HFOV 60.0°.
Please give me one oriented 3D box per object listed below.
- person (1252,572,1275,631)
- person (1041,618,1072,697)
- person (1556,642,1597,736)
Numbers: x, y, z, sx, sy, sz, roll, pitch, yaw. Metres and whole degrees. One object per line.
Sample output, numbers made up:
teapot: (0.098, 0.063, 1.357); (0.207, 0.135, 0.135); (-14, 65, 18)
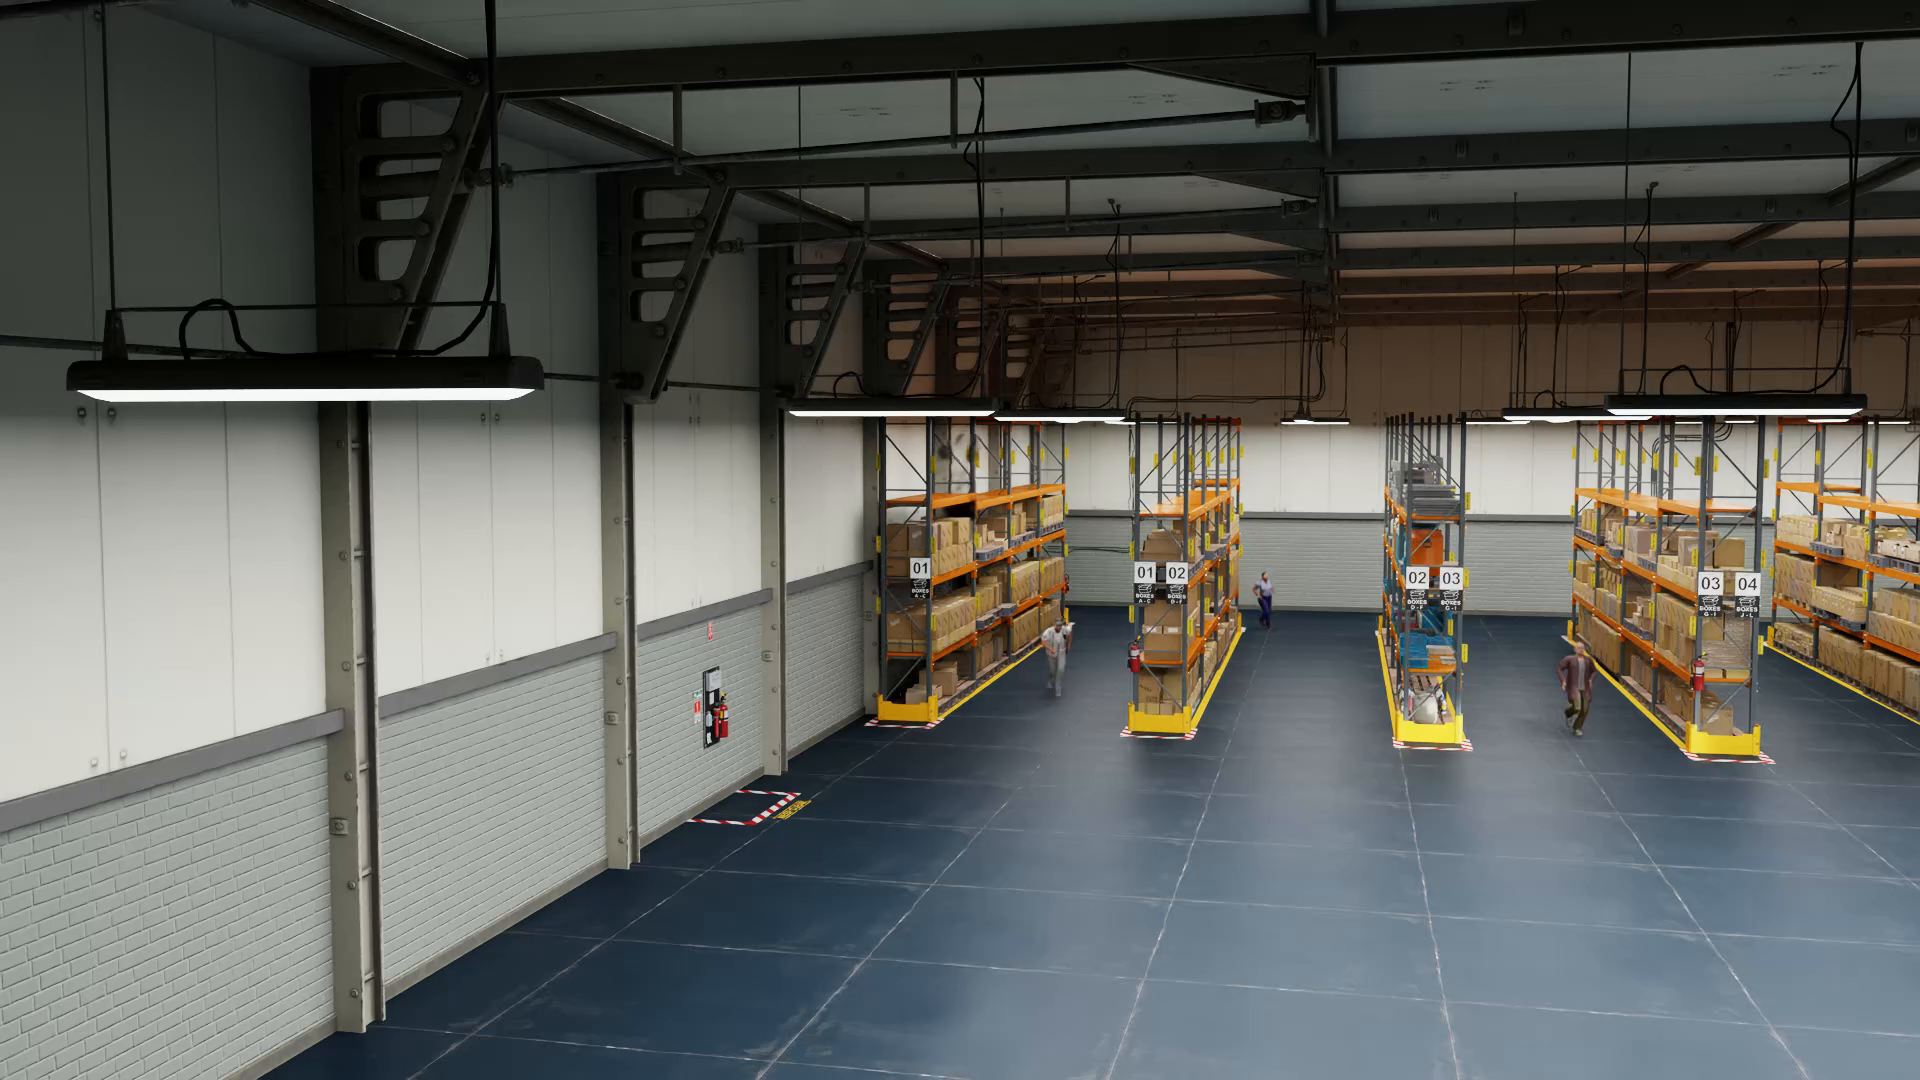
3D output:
person: (8.611, 1.740, 47.150); (0.614, 1.640, 0.839); (-2, 4, -28)
person: (2.055, 2.492, 35.807); (0.702, 1.719, 1.024); (-1, 4, -10)
person: (11.529, 2.770, 31.002); (0.714, 1.734, 0.631); (0, 4, 0)
